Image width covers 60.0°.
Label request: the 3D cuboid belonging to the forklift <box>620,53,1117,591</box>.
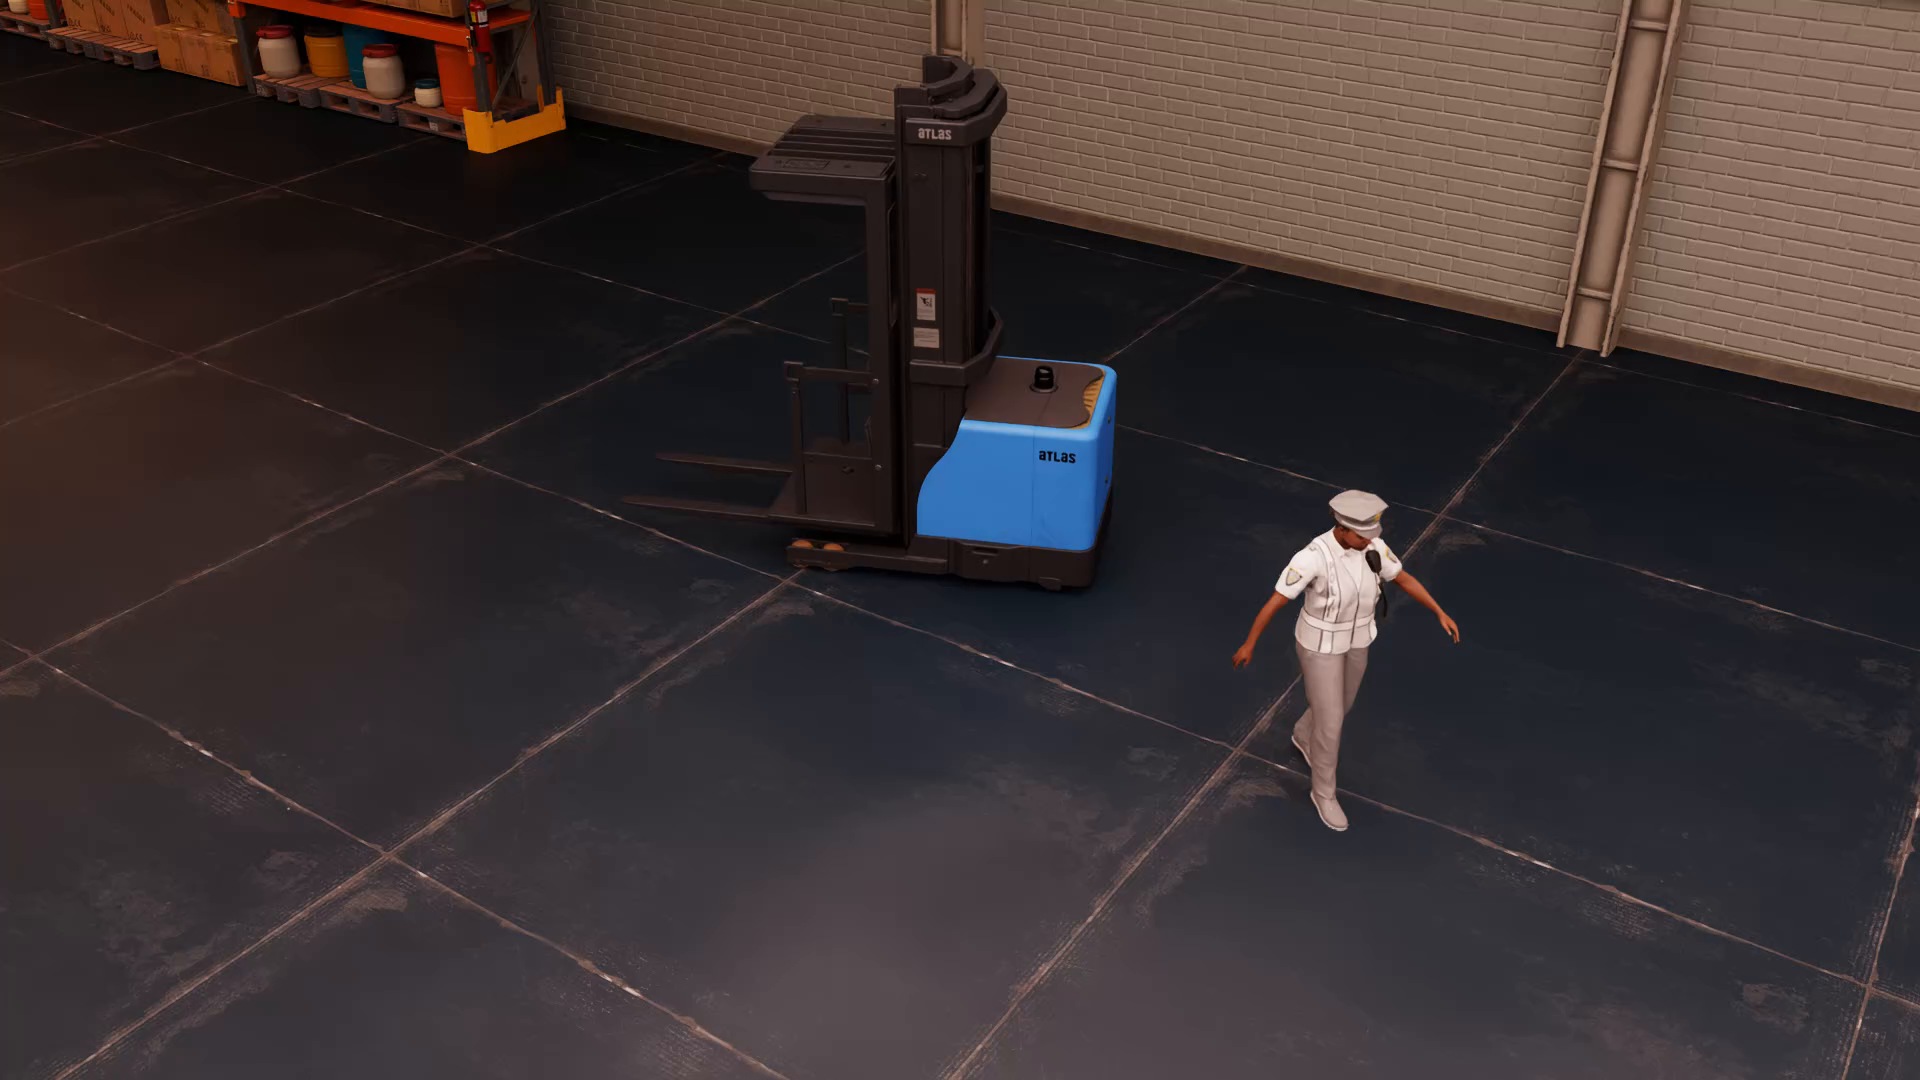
[{"bbox_3d":[-0.596,-1.330,9.871,3.031,2.935,1.130,6,31,10],"label":"forklift"}]

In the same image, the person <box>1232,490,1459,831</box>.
[{"bbox_3d":[1.801,0.544,7.957,0.891,1.640,0.721,-14,33,-22],"label":"person"}]
